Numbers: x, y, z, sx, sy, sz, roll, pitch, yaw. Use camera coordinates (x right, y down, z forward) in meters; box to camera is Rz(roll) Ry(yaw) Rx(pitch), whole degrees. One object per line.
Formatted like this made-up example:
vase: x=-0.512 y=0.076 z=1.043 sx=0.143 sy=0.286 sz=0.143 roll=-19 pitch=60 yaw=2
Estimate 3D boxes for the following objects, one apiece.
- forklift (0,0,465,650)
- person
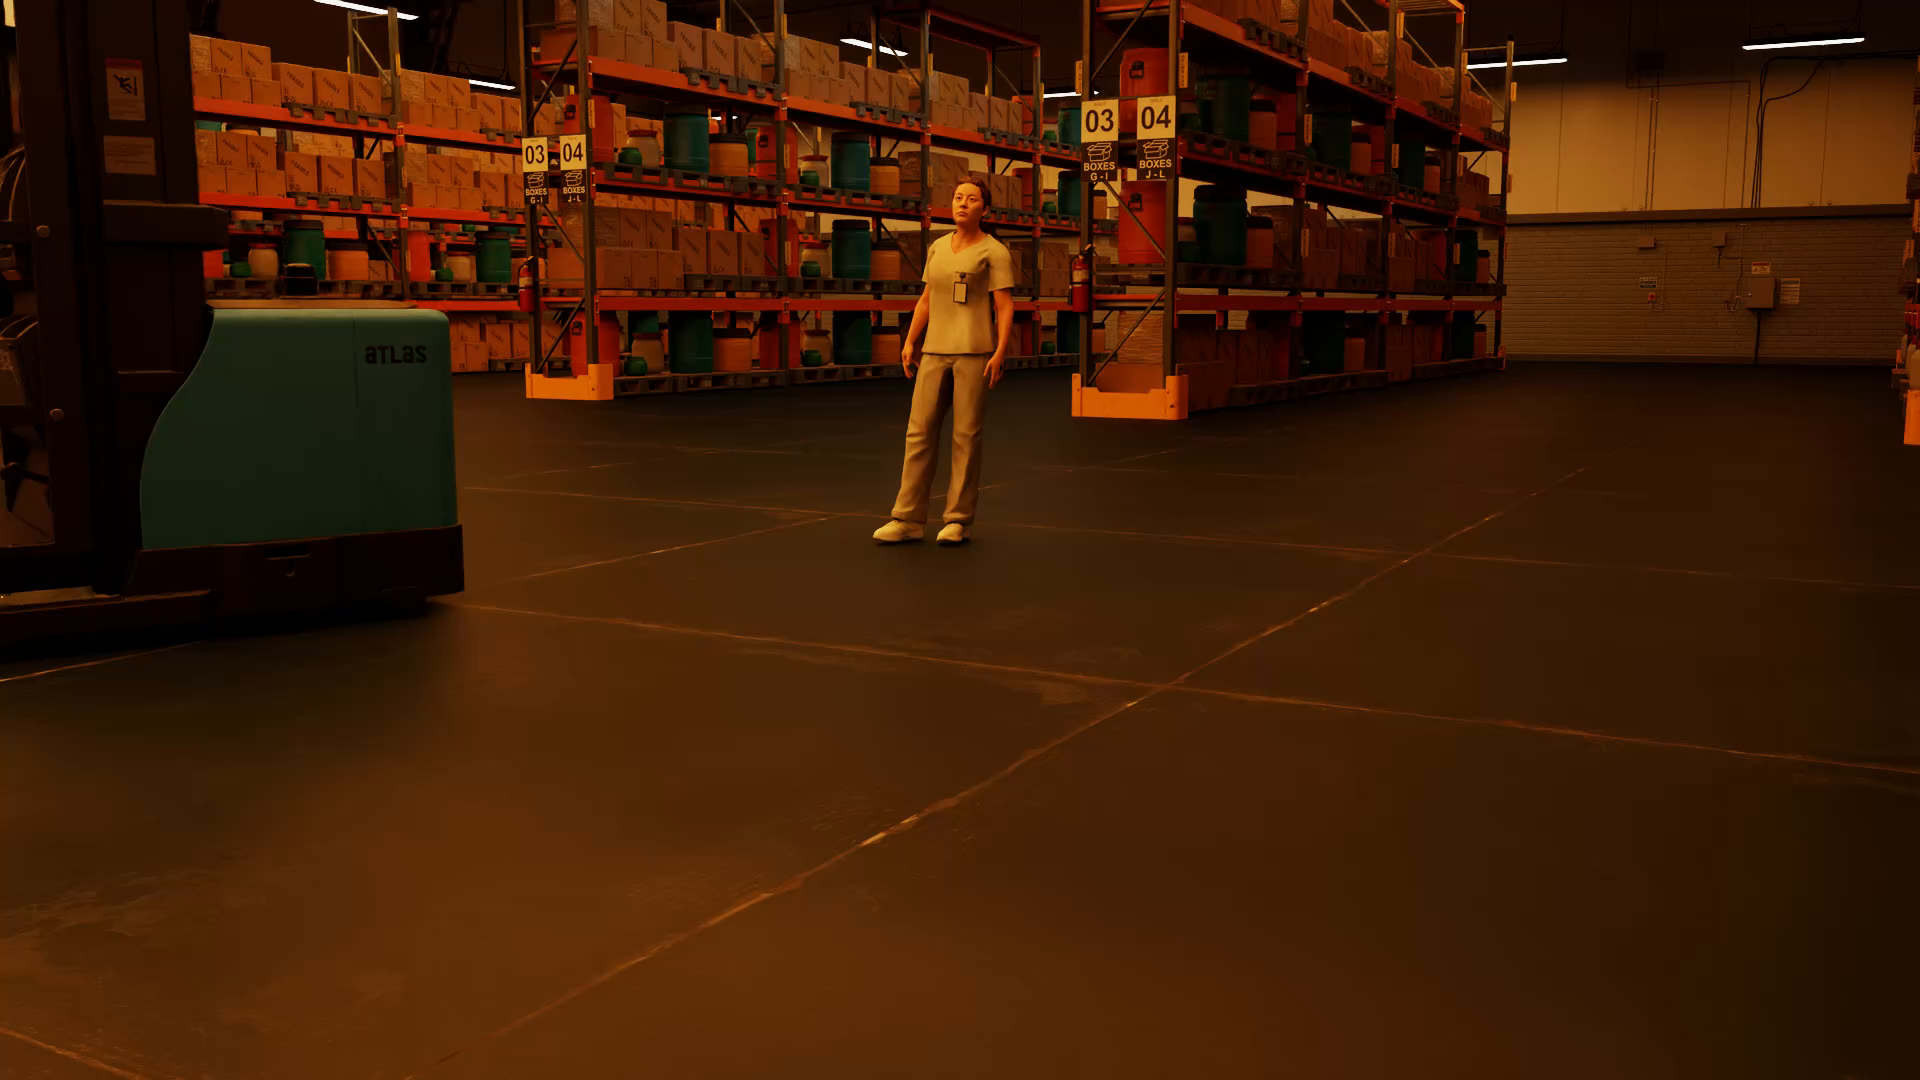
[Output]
forklift: x=-3.270 y=-1.130 z=5.284 sx=3.031 sy=2.935 sz=1.130 roll=-6 pitch=10 yaw=-36
person: x=-0.048 y=-0.829 z=7.641 sx=0.549 sy=1.673 sz=0.548 roll=4 pitch=9 yaw=29
